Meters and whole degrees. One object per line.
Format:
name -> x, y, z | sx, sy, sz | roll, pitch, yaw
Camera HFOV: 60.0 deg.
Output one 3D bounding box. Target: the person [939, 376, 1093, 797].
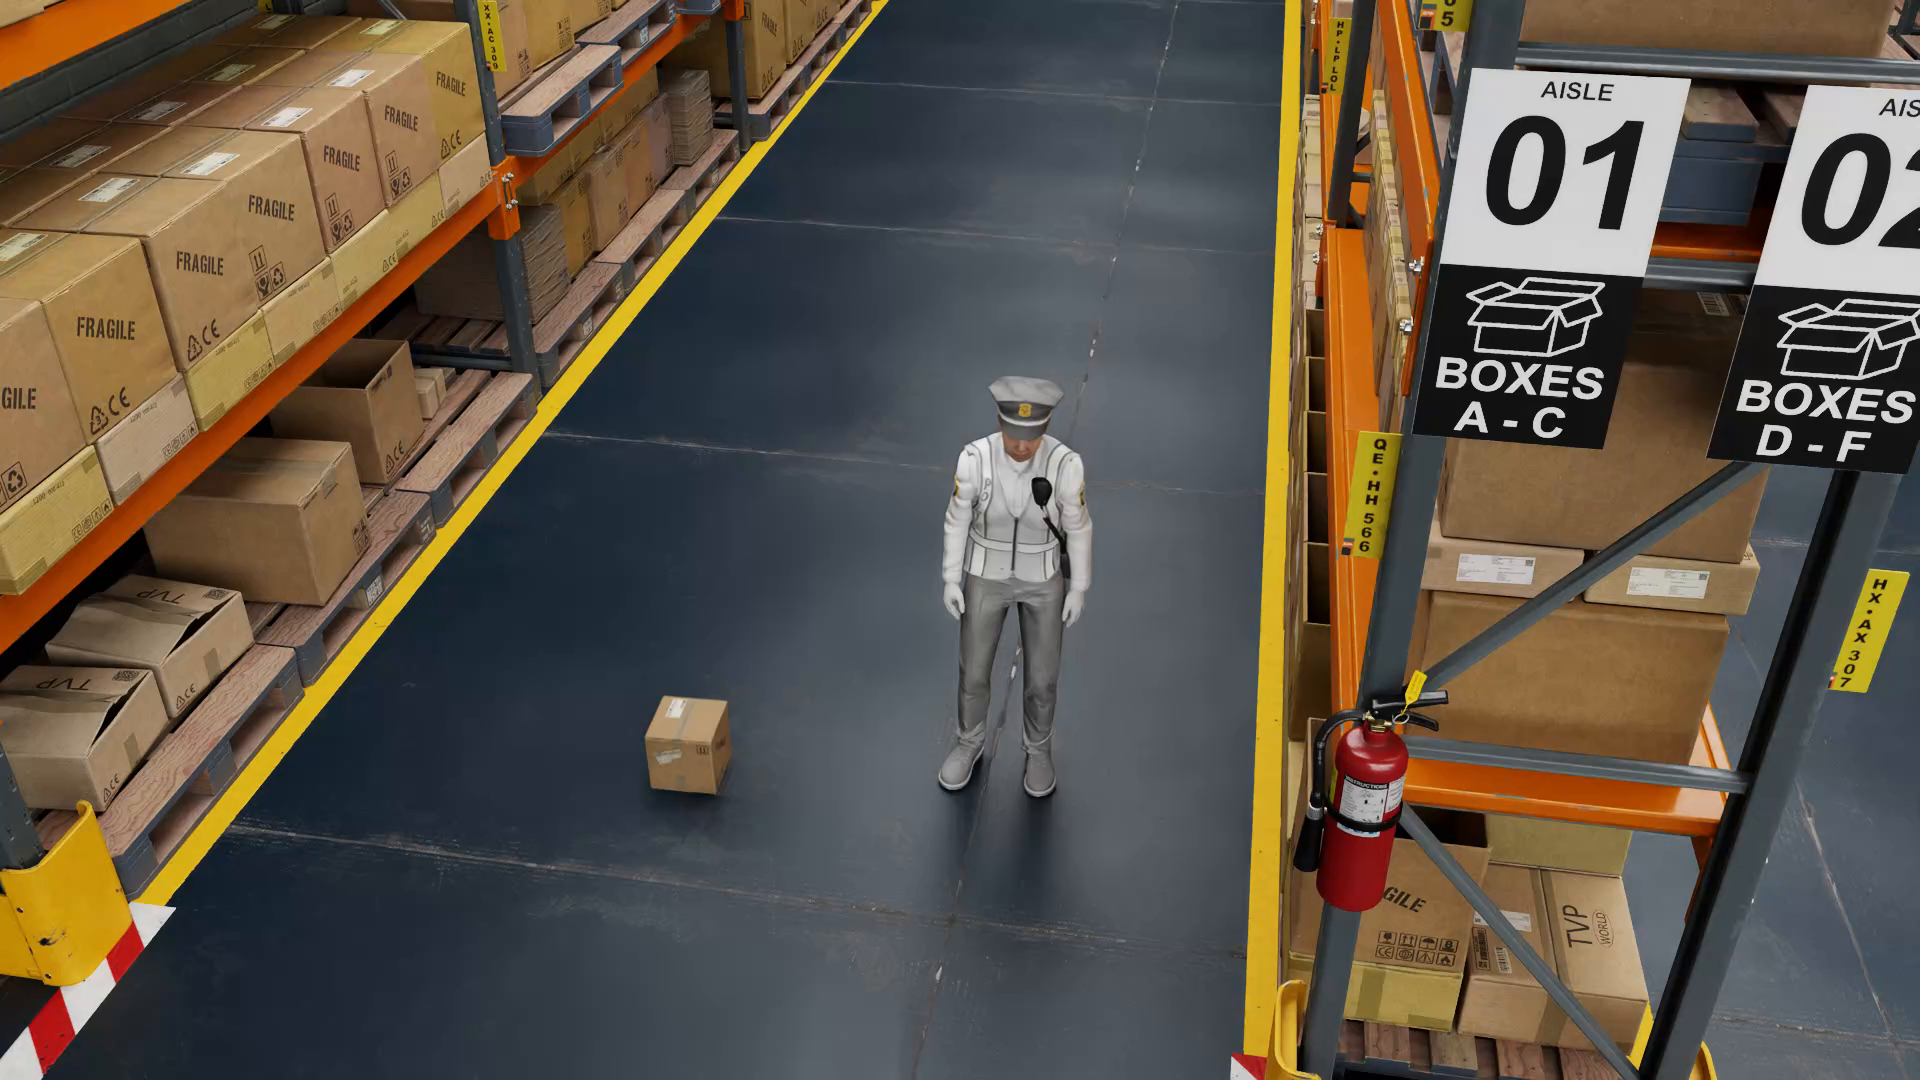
person -> 0.195, 0.166, 5.883 | 0.531, 1.653, 0.376 | 4, 33, 6
